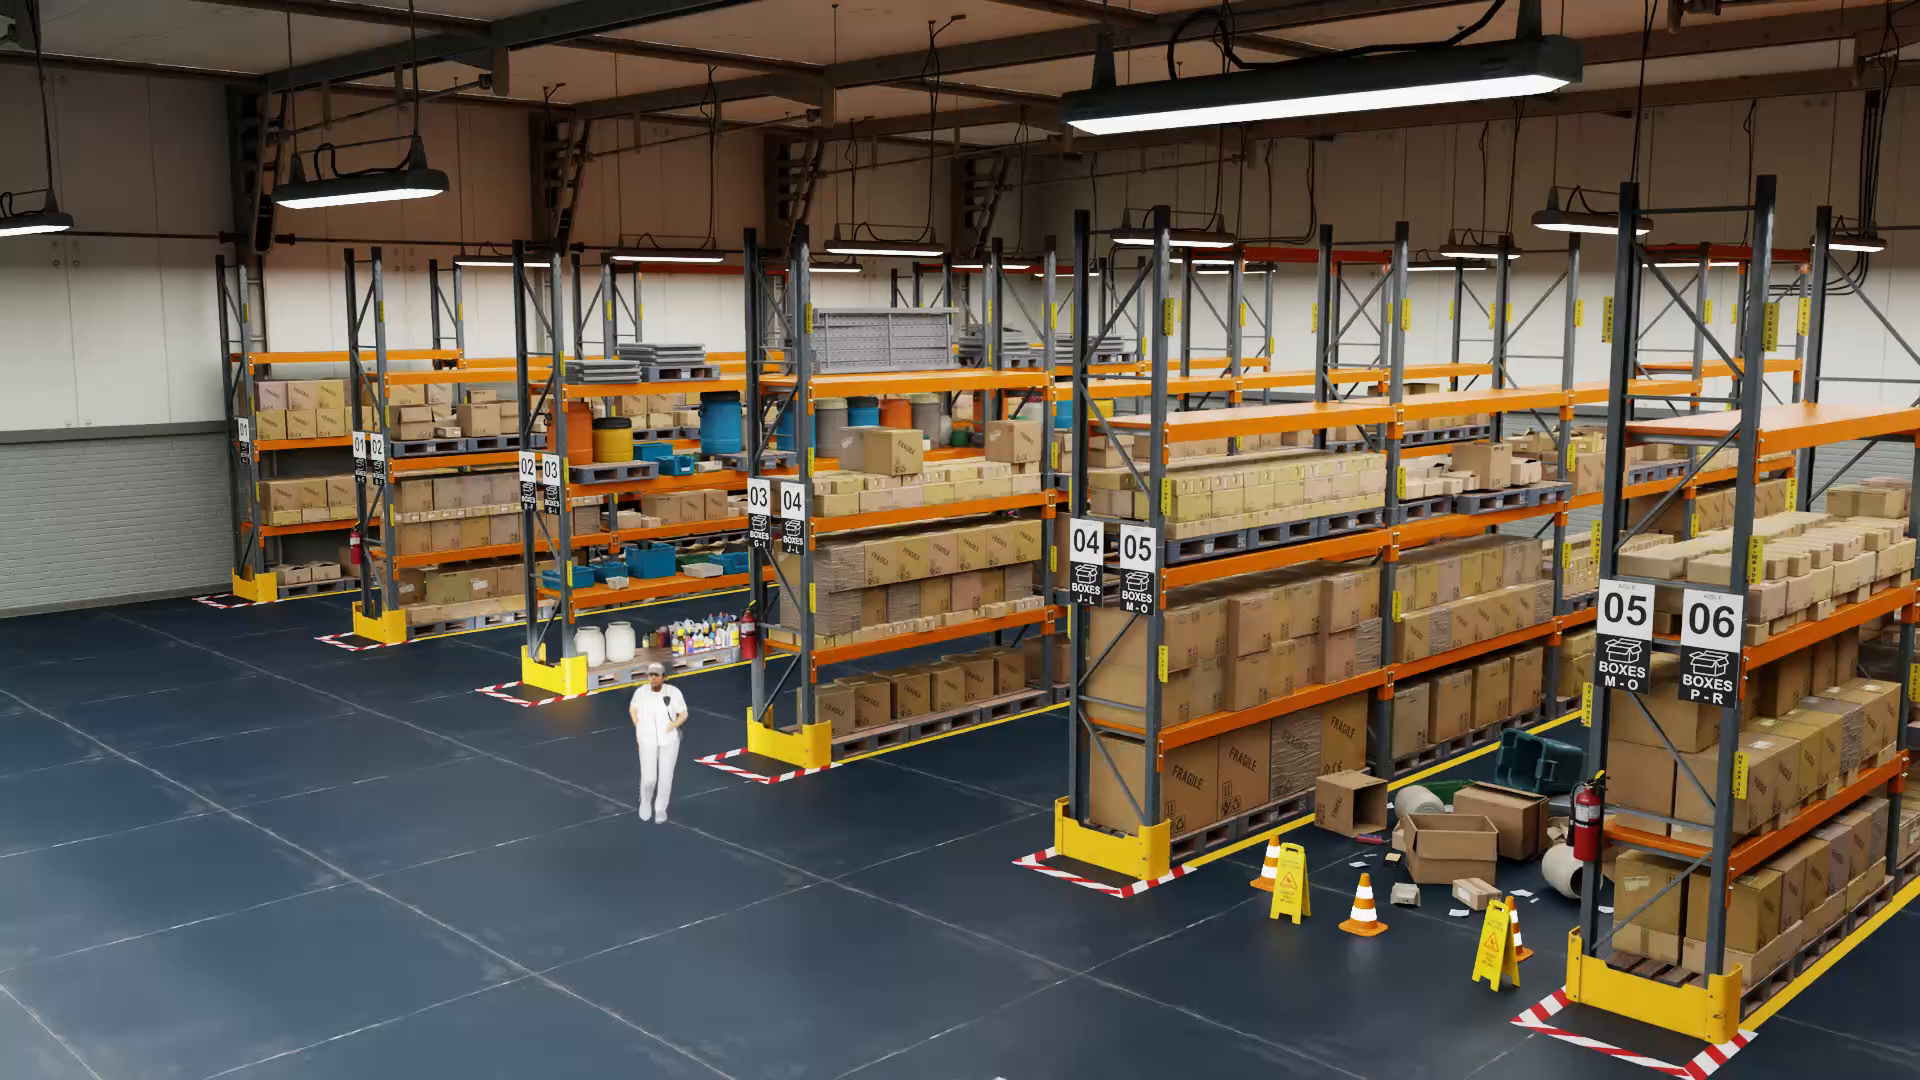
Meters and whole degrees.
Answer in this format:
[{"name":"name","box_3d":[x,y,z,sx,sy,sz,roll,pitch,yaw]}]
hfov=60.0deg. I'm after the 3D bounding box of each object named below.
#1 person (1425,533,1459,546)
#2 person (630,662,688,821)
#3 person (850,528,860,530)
[{"name":"person","box_3d":[7.517,0.628,25.903,0.673,1.841,0.907,6,10,38]},{"name":"person","box_3d":[-2.995,2.021,16.543,0.586,1.632,0.592,-1,8,-8]},{"name":"person","box_3d":[-1.807,-0.130,29.296,0.667,1.756,0.716,6,10,37]}]
